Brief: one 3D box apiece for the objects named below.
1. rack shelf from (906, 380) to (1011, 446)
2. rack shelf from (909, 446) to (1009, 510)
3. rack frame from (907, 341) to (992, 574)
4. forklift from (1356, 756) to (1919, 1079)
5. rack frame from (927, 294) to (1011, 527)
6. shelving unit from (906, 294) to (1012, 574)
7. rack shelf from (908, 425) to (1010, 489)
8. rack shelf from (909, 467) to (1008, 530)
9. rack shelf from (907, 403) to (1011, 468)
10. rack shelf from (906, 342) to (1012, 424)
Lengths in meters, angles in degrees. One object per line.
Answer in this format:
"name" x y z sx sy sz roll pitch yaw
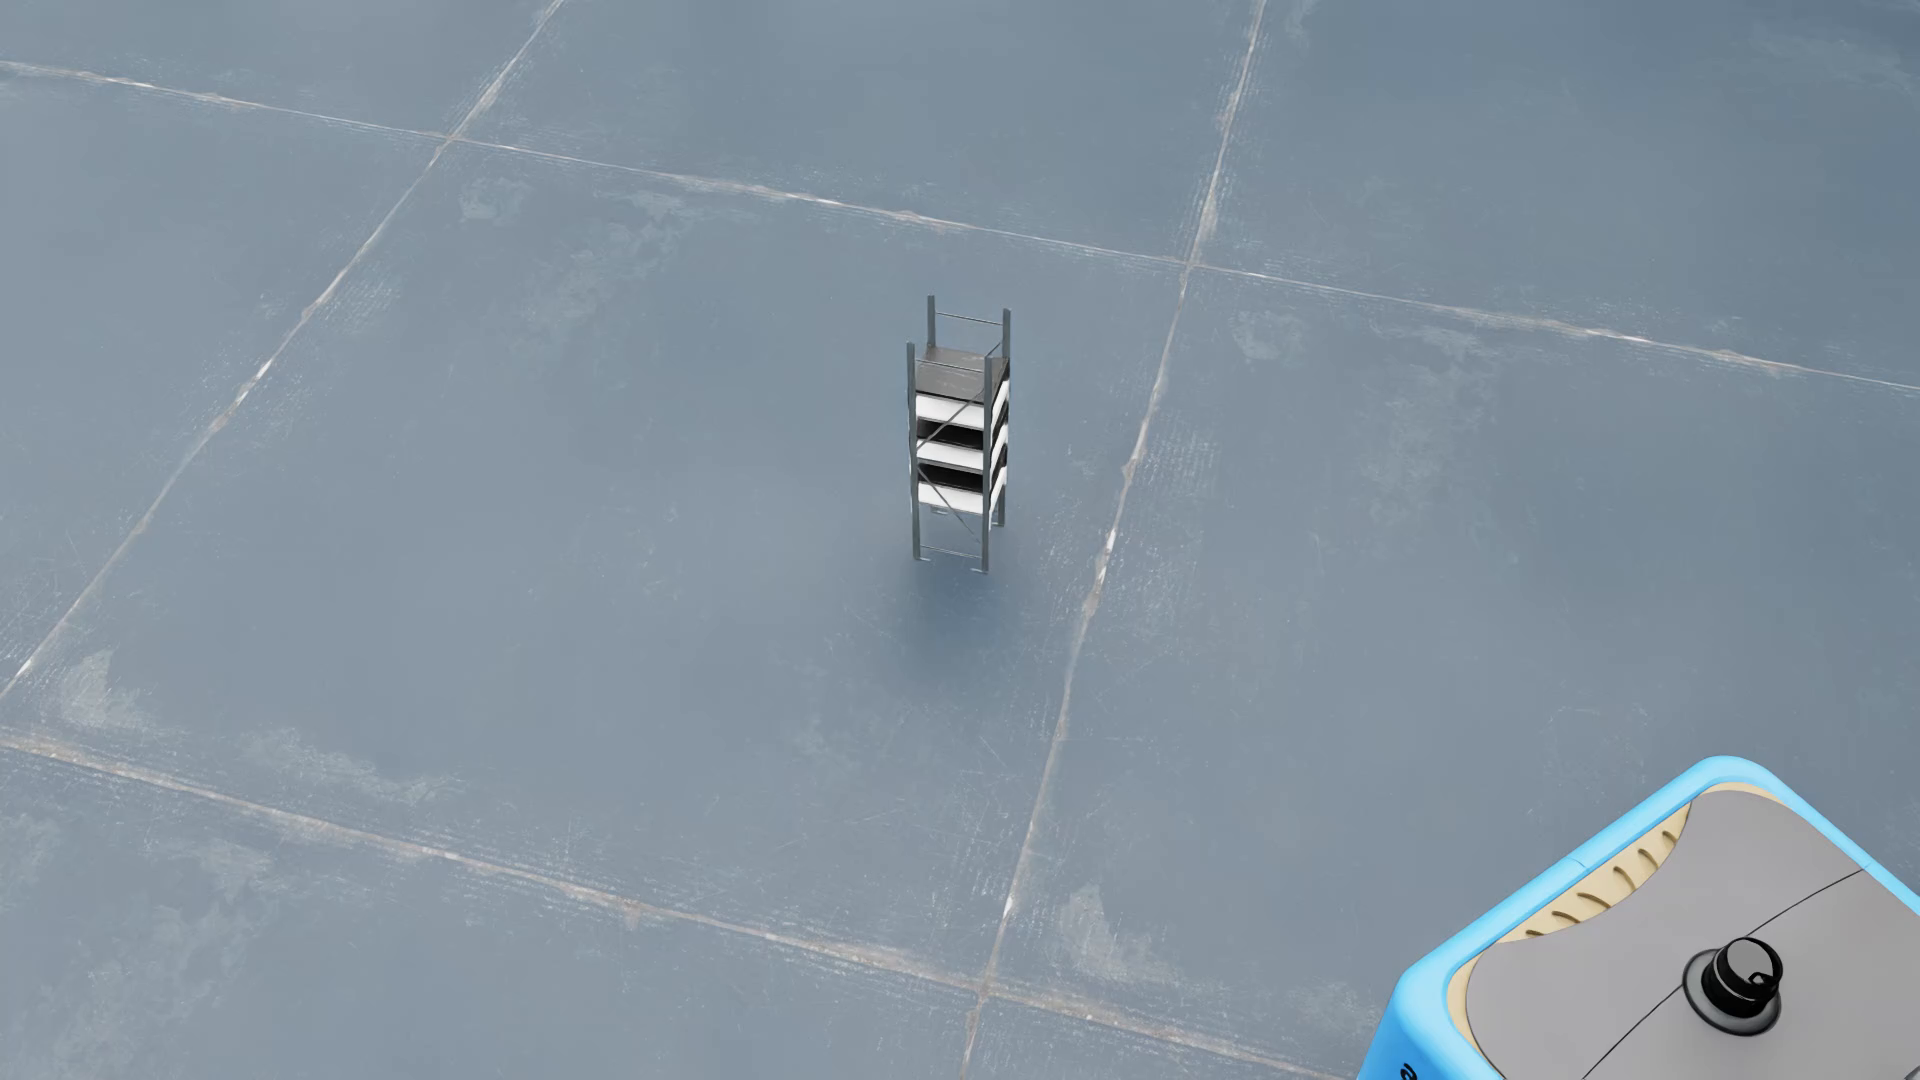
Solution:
"rack shelf" -0.002 -0.389 4.797 0.258 0.077 0.200 12 50 10
"rack shelf" -0.002 -0.210 5.000 0.258 0.077 0.200 12 50 10
"rack frame" -0.029 -0.218 4.843 0.240 0.900 0.006 12 50 10
"forklift" 2.039 1.282 2.163 1.130 2.935 3.031 -27 54 -22
"rack frame" 0.025 -0.365 4.972 0.240 0.900 0.006 12 50 10
"shelving unit" -0.002 -0.292 4.907 0.258 0.900 0.210 12 50 10
"rack shelf" -0.002 -0.270 4.932 0.258 0.077 0.200 12 50 10
"rack shelf" -0.002 -0.151 5.067 0.258 0.077 0.200 12 50 10
"rack shelf" -0.002 -0.329 4.865 0.258 0.077 0.200 12 50 10
"rack shelf" -0.002 -0.449 4.730 0.258 0.077 0.200 12 50 10
